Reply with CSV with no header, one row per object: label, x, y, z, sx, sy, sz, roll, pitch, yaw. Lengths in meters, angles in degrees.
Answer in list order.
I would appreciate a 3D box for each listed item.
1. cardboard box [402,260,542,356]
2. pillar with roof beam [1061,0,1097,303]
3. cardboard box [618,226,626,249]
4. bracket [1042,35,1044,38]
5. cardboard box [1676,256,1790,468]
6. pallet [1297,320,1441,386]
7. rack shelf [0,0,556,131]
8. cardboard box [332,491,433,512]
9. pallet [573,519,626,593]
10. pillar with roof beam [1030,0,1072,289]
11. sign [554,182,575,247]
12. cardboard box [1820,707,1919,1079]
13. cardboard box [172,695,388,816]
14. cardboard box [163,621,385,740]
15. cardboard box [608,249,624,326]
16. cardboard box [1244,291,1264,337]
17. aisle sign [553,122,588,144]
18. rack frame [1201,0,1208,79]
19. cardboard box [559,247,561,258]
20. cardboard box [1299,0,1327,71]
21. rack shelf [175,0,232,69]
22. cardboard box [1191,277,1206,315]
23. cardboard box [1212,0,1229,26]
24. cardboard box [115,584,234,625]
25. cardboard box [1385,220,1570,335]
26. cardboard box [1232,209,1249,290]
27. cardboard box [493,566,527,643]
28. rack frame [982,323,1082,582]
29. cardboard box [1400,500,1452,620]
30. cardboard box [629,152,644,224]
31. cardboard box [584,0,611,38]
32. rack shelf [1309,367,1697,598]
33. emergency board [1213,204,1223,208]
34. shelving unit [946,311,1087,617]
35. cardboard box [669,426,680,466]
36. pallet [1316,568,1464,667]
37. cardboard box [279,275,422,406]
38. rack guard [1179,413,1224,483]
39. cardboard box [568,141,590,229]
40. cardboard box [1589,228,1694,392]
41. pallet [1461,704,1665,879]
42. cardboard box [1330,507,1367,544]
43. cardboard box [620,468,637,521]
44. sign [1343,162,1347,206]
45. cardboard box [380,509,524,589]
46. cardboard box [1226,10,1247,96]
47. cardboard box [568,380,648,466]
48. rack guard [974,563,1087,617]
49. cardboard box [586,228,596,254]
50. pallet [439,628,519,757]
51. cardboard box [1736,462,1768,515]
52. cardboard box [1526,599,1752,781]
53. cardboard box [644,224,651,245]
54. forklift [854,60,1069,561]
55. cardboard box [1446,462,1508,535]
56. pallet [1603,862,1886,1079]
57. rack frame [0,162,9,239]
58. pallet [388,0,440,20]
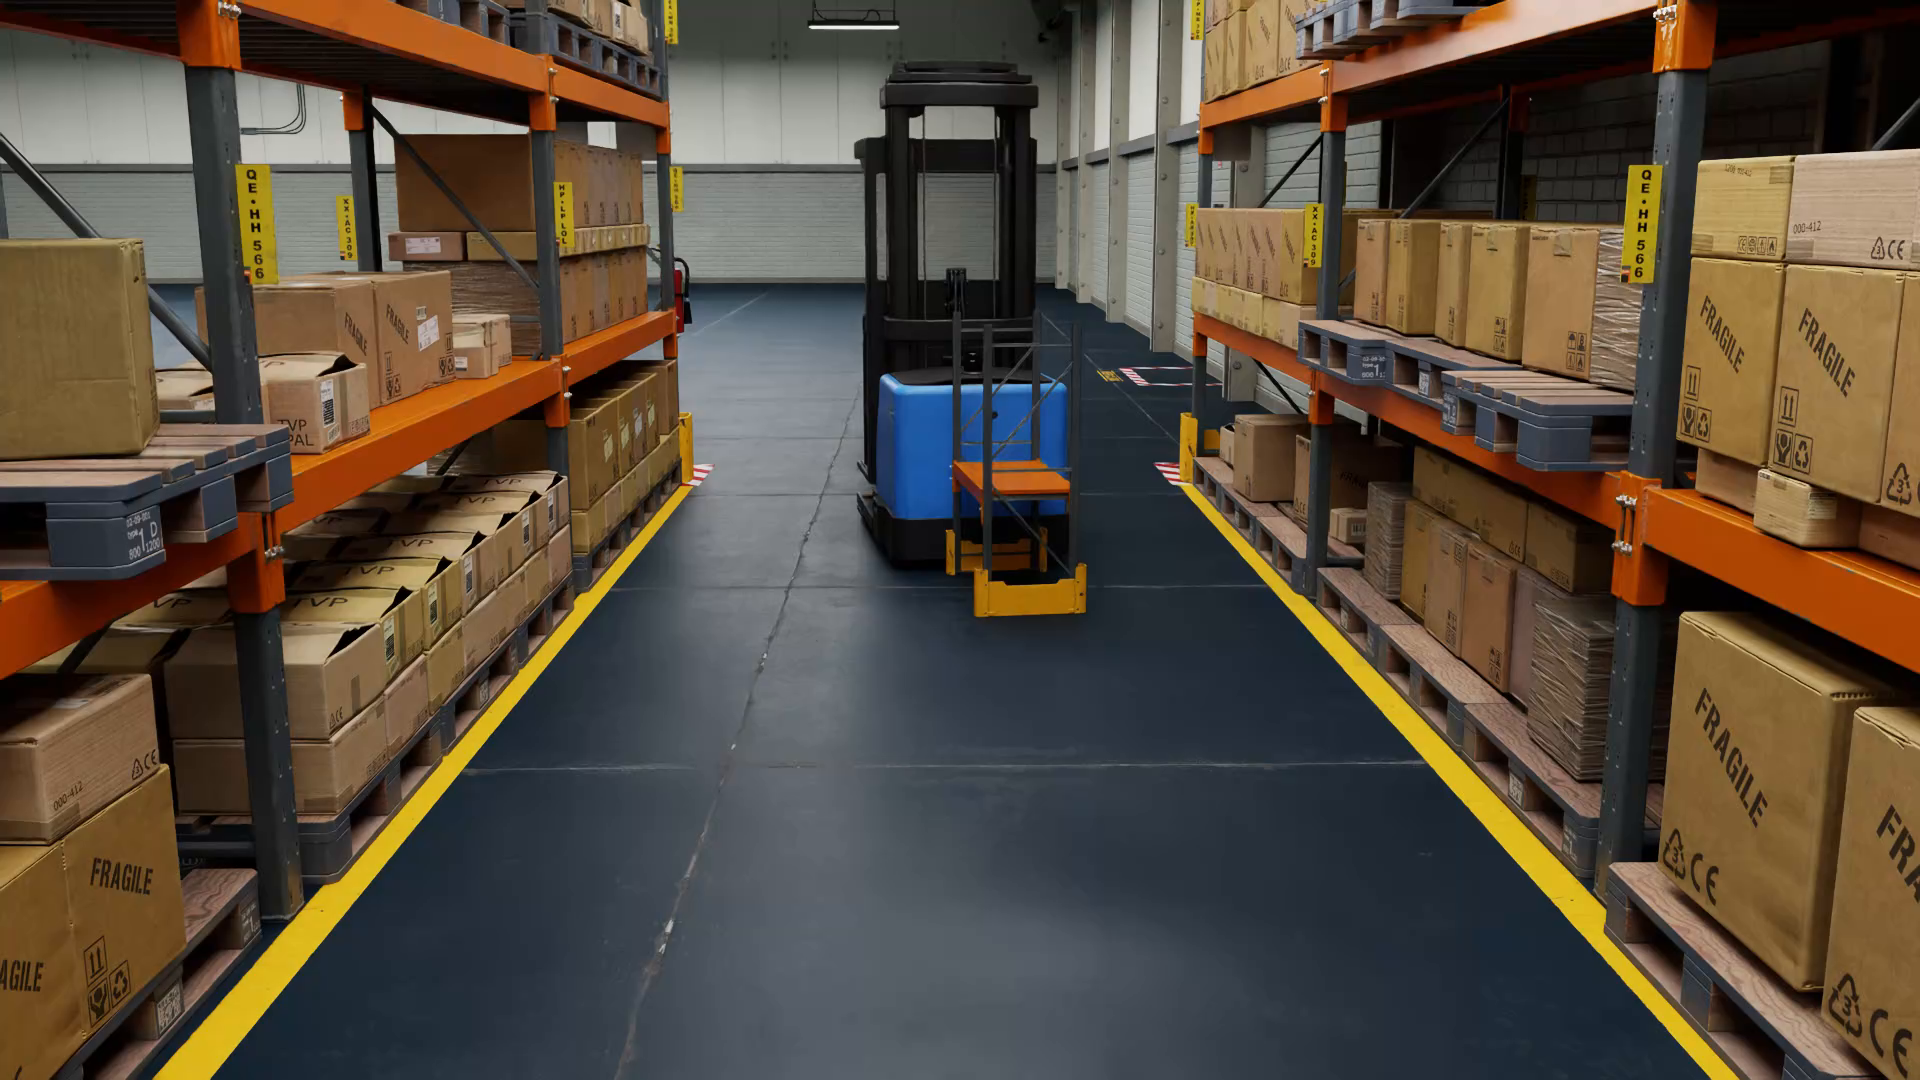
cardboard box,-2.591,-1.273,9.039,0.700,0.500,0.500,-1,11,-3
pillar with roof beam,-1.626,-9.510,34.801,9.100,9.000,0.548,0,11,-1
cardboard box,-2.439,-2.018,11.078,0.380,0.149,0.250,0,11,1
bracket,2.153,-12.919,42.552,0.076,0.066,3.189,0,11,-1
cardboard box,2.214,-0.469,4.276,0.500,0.500,0.500,0,11,1
pallet,2.247,-0.911,7.985,1.003,0.211,1.213,0,11,-1
rack shelf,-2.534,-1.856,6.428,1.077,0.370,4.000,0,11,-1
cardboard box,-2.811,-0.086,7.889,0.500,0.311,0.500,0,11,-2
pallet,-2.550,0.072,9.671,1.003,0.211,1.213,0,11,-1
pillar with roof beam,-1.750,-10.702,40.680,9.100,9.000,0.548,0,11,-1
sign,-2.033,-1.669,8.527,0.100,0.325,0.005,0,11,-1
cardboard box,2.355,0.807,3.389,0.750,0.750,0.750,0,11,-1
cardboard box,-2.210,0.696,5.446,0.500,0.250,0.500,0,11,-1
cardboard box,-2.210,0.421,5.390,0.500,0.311,0.500,0,11,1
cardboard box,-2.641,-1.684,11.065,0.700,0.500,0.500,0,11,-1
cardboard box,2.036,-1.385,10.170,0.500,0.250,0.500,0,11,-1
aisle sign,-2.966,-3.217,12.333,0.394,0.787,0.004,0,11,-1
rack frame,2.294,-4.892,12.041,1.000,3.000,0.127,0,11,-1
cardboard box,-2.393,-1.607,9.053,0.380,0.149,0.250,0,11,0
cardboard box,2.119,-2.786,8.900,0.500,0.500,0.500,0,11,0
rack shelf,-2.452,-1.061,2.508,1.077,0.370,4.000,0,11,-1
cardboard box,1.987,-1.790,12.166,0.500,0.250,0.500,-1,11,-3
cardboard box,2.019,-3.794,11.353,0.500,0.500,0.500,0,11,-2
cardboard box,-2.767,0.320,5.888,0.500,0.311,0.500,0,11,-2
cardboard box,2.358,-1.209,7.617,0.700,0.500,0.500,1,12,5
cardboard box,2.031,-1.856,10.605,0.500,0.500,0.500,0,11,1
cardboard box,-2.258,0.289,7.448,0.500,0.250,0.500,0,11,0
rack frame,0.366,-0.353,8.528,0.500,1.500,0.032,-2,12,-9
cardboard box,2.470,0.101,7.697,0.700,0.500,0.500,0,11,-2
cardboard box,-2.660,-2.513,11.885,0.700,0.500,0.500,0,11,-1
cardboard box,-2.484,-3.259,9.866,0.797,0.503,0.637,1,12,5
rack shelf,2.418,-0.407,6.830,1.077,0.370,4.000,0,11,-1
emergency board,3.037,-3.501,20.270,0.194,1.169,0.643,0,11,-1
shelving unit,0.288,-0.451,9.011,0.587,1.500,1.083,-2,12,-9
cardboard box,-2.352,-0.684,12.246,0.500,0.250,0.500,0,11,-1
pallet,2.394,0.364,8.232,1.003,0.211,1.213,0,11,-1
cardboard box,-2.555,-0.828,6.844,0.500,0.500,0.500,0,11,-1
rack guard,2.296,-0.712,12.811,1.175,0.500,0.348,0,11,-1
cardboard box,-2.613,-2.109,9.896,0.700,0.500,0.500,0,11,-1
cardboard box,2.440,-0.720,5.205,0.700,0.500,0.500,-2,12,-8
pallet,2.445,0.849,5.842,1.003,0.211,1.213,0,11,-1
cardboard box,2.336,-0.090,9.480,0.380,0.166,0.250,-2,12,-9
cardboard box,-2.293,-0.286,10.286,0.500,0.250,0.500,0,11,-1
sign,2.850,-2.673,12.482,0.100,0.325,0.005,0,11,-1
cardboard box,-2.256,0.013,7.400,0.500,0.311,0.500,0,11,-1
cardboard box,2.041,-3.203,10.959,0.500,0.500,0.500,0,11,1
cardboard box,-2.305,-0.753,10.702,0.500,0.500,0.500,0,11,-1
rack guard,0.365,0.259,8.653,0.587,0.250,0.087,-2,12,-9
cardboard box,-2.418,-1.813,10.069,0.380,0.149,0.250,-1,11,-3
pallet,-2.493,0.620,6.972,1.003,0.211,1.213,0,11,-1
cardboard box,2.231,-0.132,4.247,0.380,0.149,0.250,0,11,0
cardboard box,2.393,0.505,5.708,0.700,0.500,0.500,0,11,0
cardboard box,-2.460,-2.223,12.088,0.380,0.149,0.250,0,11,-2
forklift,-0.099,-1.560,10.877,1.130,2.935,3.031,-2,12,-9
cardboard box,2.436,-0.178,7.186,0.500,0.250,0.500,-1,11,-3
pallet,2.400,1.162,4.302,1.003,0.211,1.213,0,11,-1
rack frame,-7.611,-1.911,12.437,1.000,3.000,0.127,0,11,-1
pallet,-2.622,-2.075,6.174,1.003,0.211,1.213,0,11,1
